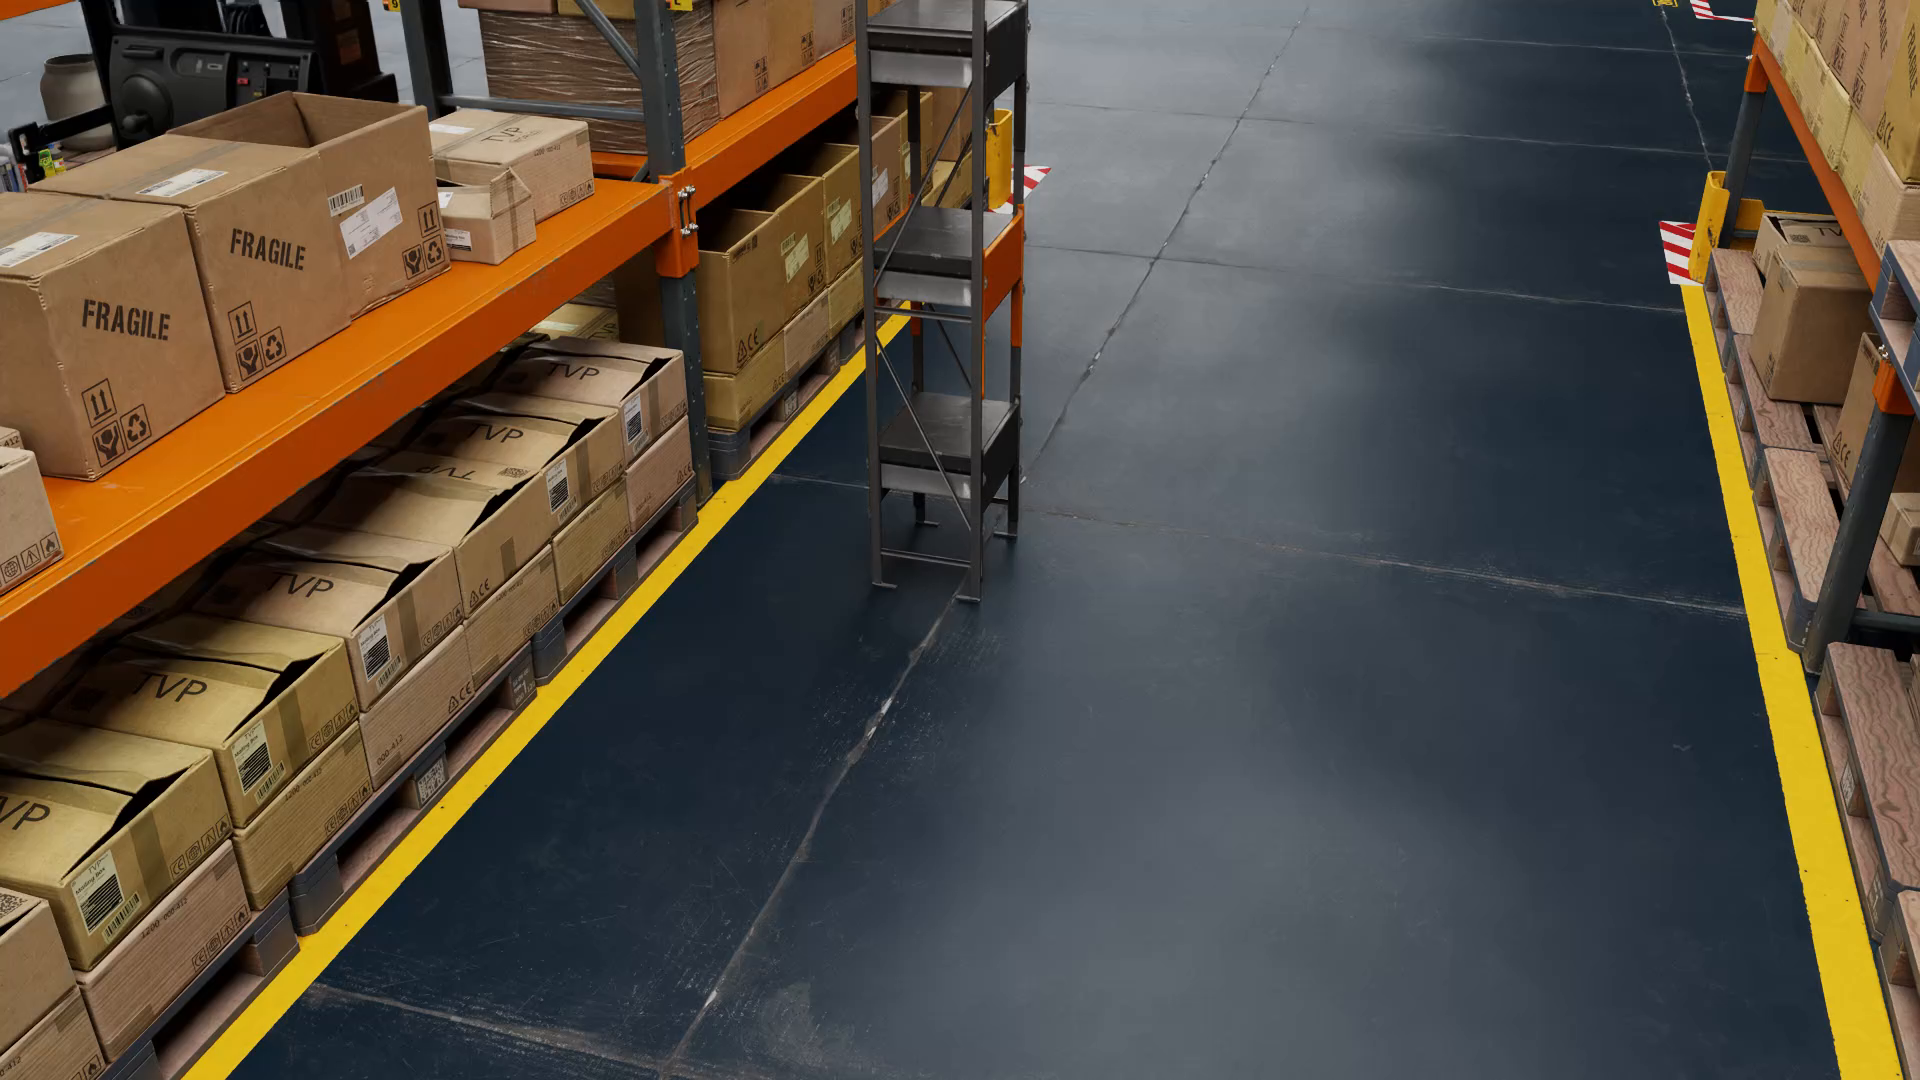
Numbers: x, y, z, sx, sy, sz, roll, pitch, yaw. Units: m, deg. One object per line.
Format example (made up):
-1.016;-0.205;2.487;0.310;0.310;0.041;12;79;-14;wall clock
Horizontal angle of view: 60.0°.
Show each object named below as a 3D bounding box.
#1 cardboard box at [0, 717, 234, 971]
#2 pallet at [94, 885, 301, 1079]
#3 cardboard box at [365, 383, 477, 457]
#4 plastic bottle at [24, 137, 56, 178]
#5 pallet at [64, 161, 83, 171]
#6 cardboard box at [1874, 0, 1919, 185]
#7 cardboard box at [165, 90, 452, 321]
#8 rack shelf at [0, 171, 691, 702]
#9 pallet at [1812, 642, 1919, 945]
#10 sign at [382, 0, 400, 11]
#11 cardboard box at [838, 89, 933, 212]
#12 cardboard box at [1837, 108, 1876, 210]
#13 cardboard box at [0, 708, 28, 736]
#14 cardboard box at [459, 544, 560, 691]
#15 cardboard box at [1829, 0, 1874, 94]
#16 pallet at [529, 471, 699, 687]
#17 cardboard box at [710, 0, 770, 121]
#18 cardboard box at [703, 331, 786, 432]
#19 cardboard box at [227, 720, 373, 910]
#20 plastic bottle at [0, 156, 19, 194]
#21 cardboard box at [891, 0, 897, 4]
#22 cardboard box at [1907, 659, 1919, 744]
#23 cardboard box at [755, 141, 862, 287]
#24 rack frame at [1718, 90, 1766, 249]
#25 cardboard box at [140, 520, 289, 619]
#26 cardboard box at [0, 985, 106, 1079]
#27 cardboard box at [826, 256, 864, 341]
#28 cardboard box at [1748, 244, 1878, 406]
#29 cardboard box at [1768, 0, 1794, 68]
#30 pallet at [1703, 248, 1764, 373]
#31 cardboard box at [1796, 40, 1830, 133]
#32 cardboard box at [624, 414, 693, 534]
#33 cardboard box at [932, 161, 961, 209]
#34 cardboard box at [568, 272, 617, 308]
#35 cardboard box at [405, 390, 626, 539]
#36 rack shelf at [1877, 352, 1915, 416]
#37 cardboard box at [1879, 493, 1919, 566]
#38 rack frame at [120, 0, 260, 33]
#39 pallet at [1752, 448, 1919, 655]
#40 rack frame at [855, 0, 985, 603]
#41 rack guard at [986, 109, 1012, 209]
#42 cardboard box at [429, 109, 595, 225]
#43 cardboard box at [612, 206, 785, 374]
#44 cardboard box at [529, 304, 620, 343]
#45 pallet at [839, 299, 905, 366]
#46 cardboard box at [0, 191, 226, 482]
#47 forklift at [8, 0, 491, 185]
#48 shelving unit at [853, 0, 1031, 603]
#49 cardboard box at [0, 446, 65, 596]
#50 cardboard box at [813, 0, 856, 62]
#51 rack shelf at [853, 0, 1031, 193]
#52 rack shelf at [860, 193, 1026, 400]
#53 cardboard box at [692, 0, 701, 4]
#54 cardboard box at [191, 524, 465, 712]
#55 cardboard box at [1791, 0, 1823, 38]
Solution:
-2.062;0.657;3.804;0.500;0.311;0.500;8;30;14;cardboard box
-2.364;1.172;3.926;1.003;0.211;1.213;8;30;15;pallet
-1.980;-0.367;5.644;0.500;0.311;0.500;8;30;14;cardboard box
-5.166;-2.128;9.332;0.061;0.283;0.133;9;30;16;plastic bottle
-5.610;-1.894;9.437;1.003;0.211;1.213;8;30;15;pallet
3.111;-1.358;4.968;0.500;0.500;0.500;8;30;15;cardboard box
-1.865;-0.973;4.810;0.500;0.500;0.500;11;31;18;cardboard box
-2.056;-0.285;4.416;1.077;0.370;4.000;8;30;15;rack shelf
3.041;0.757;4.672;1.003;0.211;1.213;8;30;15;pallet
-2.000;-2.020;5.824;0.100;0.325;0.005;8;30;15;sign
-0.447;-1.939;8.274;0.500;0.500;0.500;8;30;15;cardboard box
3.271;-1.260;5.564;0.500;0.250;0.500;9;30;15;cardboard box
-2.578;0.582;3.937;0.500;0.311;0.500;8;30;14;cardboard box
-1.613;0.196;5.208;0.500;0.250;0.500;9;30;16;cardboard box
3.410;-1.823;5.805;0.500;0.500;0.500;8;30;13;cardboard box
-1.648;0.038;5.965;1.003;0.211;1.213;8;30;15;pallet
-1.196;-2.025;6.703;0.700;0.500;0.500;8;30;14;cardboard box
-1.043;-0.683;6.788;0.500;0.250;0.500;8;30;15;cardboard box
-1.915;0.671;4.355;0.500;0.250;0.500;8;30;14;cardboard box
-5.290;-2.004;9.117;0.152;0.276;0.135;8;30;13;plastic bottle
-0.594;-2.971;8.403;0.700;0.500;0.500;9;30;16;cardboard box
3.068;0.421;4.526;0.700;0.500;0.500;10;30;17;cardboard box
-0.740;-1.474;7.439;0.500;0.500;0.500;8;30;15;cardboard box
4.442;-2.682;7.986;1.000;3.000;0.127;8;30;15;rack frame
-2.278;0.116;4.776;0.500;0.311;0.500;9;30;16;cardboard box
-2.209;1.147;3.499;0.500;0.250;0.500;8;30;15;cardboard box
-0.740;-1.146;7.621;0.500;0.250;0.500;8;30;15;cardboard box
3.722;-0.875;6.856;0.700;0.500;0.500;7;30;12;cardboard box
3.856;-2.201;7.254;0.500;0.250;0.500;8;30;13;cardboard box
4.147;-1.056;7.931;1.003;0.211;1.213;8;30;15;pallet
3.551;-1.730;6.408;0.500;0.250;0.500;9;30;15;cardboard box
-1.314;-0.276;6.058;0.500;0.250;0.500;8;30;14;cardboard box
-0.305;-1.844;8.876;0.500;0.250;0.500;8;30;15;cardboard box
-1.384;-1.316;7.154;0.500;0.500;0.500;8;30;15;cardboard box
-1.460;-0.284;5.494;0.500;0.311;0.500;9;30;16;cardboard box
2.681;0.420;3.149;1.077;0.370;4.000;8;30;15;rack shelf
3.396;-0.030;5.681;0.380;0.166;0.250;5;29;8;cardboard box
-5.029;-4.096;10.527;1.000;3.000;0.127;8;30;15;rack frame
3.431;0.078;5.893;1.003;0.211;1.213;8;30;15;pallet
-0.120;-0.727;5.397;0.400;2.100;0.015;8;30;15;rack frame
-0.288;-2.306;9.882;1.175;0.500;0.348;8;30;15;rack guard
-1.572;-1.228;5.526;0.500;0.250;0.500;10;31;18;cardboard box
-1.033;-1.009;6.603;0.500;0.500;0.500;8;30;15;cardboard box
-1.542;-0.757;6.922;0.500;0.250;0.500;8;30;15;cardboard box
-0.839;-1.242;8.266;1.003;0.211;1.213;8;30;15;pallet
-2.166;-0.495;3.952;0.500;0.500;0.500;7;30;12;cardboard box
-2.975;-1.697;6.285;1.130;2.935;3.031;9;30;16;forklift
-0.049;-0.841;5.601;0.431;2.100;0.503;8;30;15;shelving unit
-2.195;-0.019;3.290;0.500;0.311;0.500;8;30;14;cardboard box
-0.896;-2.496;7.549;0.700;0.500;0.500;9;30;16;cardboard box
-0.049;-1.440;5.268;0.431;0.518;0.480;8;30;15;rack shelf
-0.049;-0.829;5.608;0.431;0.518;0.480;8;30;15;rack shelf
-1.131;-2.070;6.115;0.380;0.149;0.250;9;30;16;cardboard box
-1.760;0.181;4.659;0.500;0.311;0.500;8;30;14;cardboard box
3.702;-2.307;6.674;0.500;0.500;0.500;8;30;13;cardboard box
